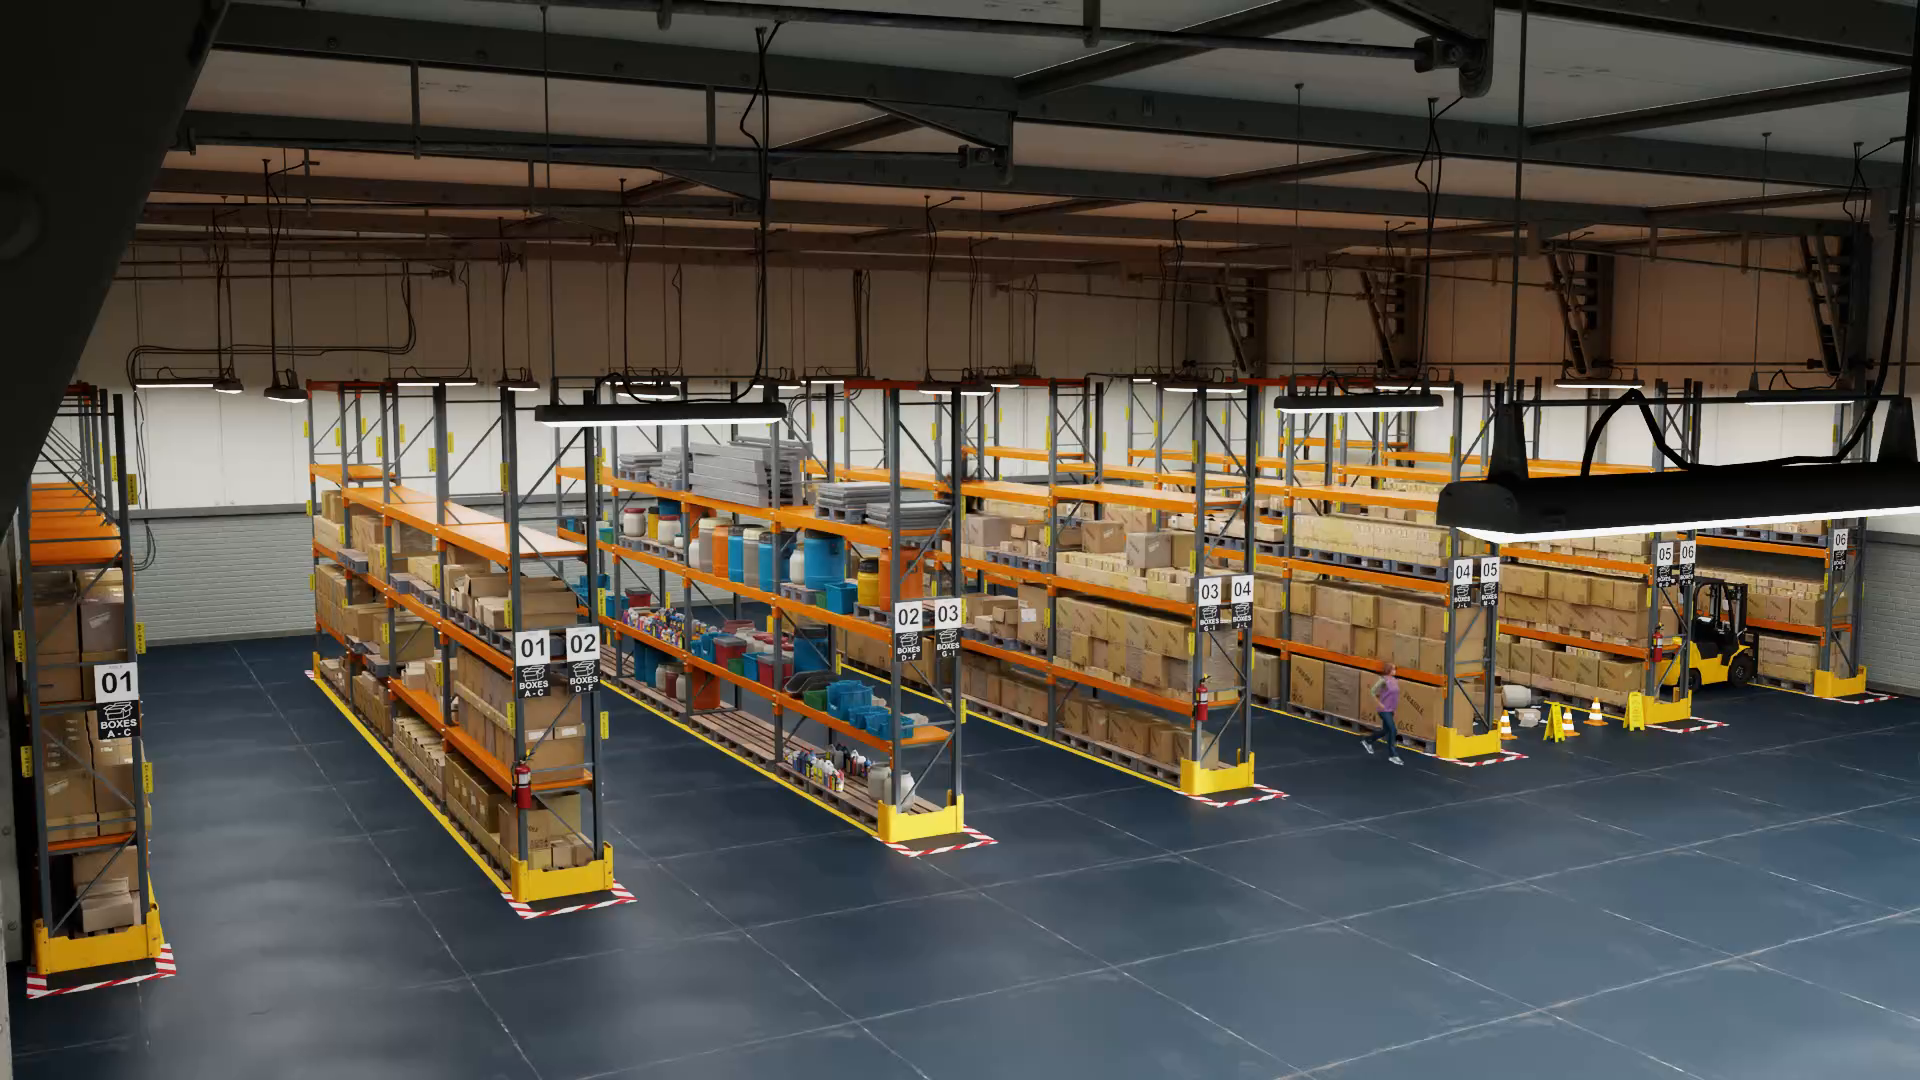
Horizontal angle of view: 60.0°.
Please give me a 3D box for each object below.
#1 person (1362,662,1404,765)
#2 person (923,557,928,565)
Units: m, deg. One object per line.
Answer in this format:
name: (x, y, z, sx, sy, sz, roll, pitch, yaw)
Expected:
person: (6.759, 2.727, 26.482, 0.783, 1.599, 0.559, 5, 8, 40)
person: (-1.051, 1.127, 41.123, 0.856, 1.681, 0.821, 3, 7, 25)
